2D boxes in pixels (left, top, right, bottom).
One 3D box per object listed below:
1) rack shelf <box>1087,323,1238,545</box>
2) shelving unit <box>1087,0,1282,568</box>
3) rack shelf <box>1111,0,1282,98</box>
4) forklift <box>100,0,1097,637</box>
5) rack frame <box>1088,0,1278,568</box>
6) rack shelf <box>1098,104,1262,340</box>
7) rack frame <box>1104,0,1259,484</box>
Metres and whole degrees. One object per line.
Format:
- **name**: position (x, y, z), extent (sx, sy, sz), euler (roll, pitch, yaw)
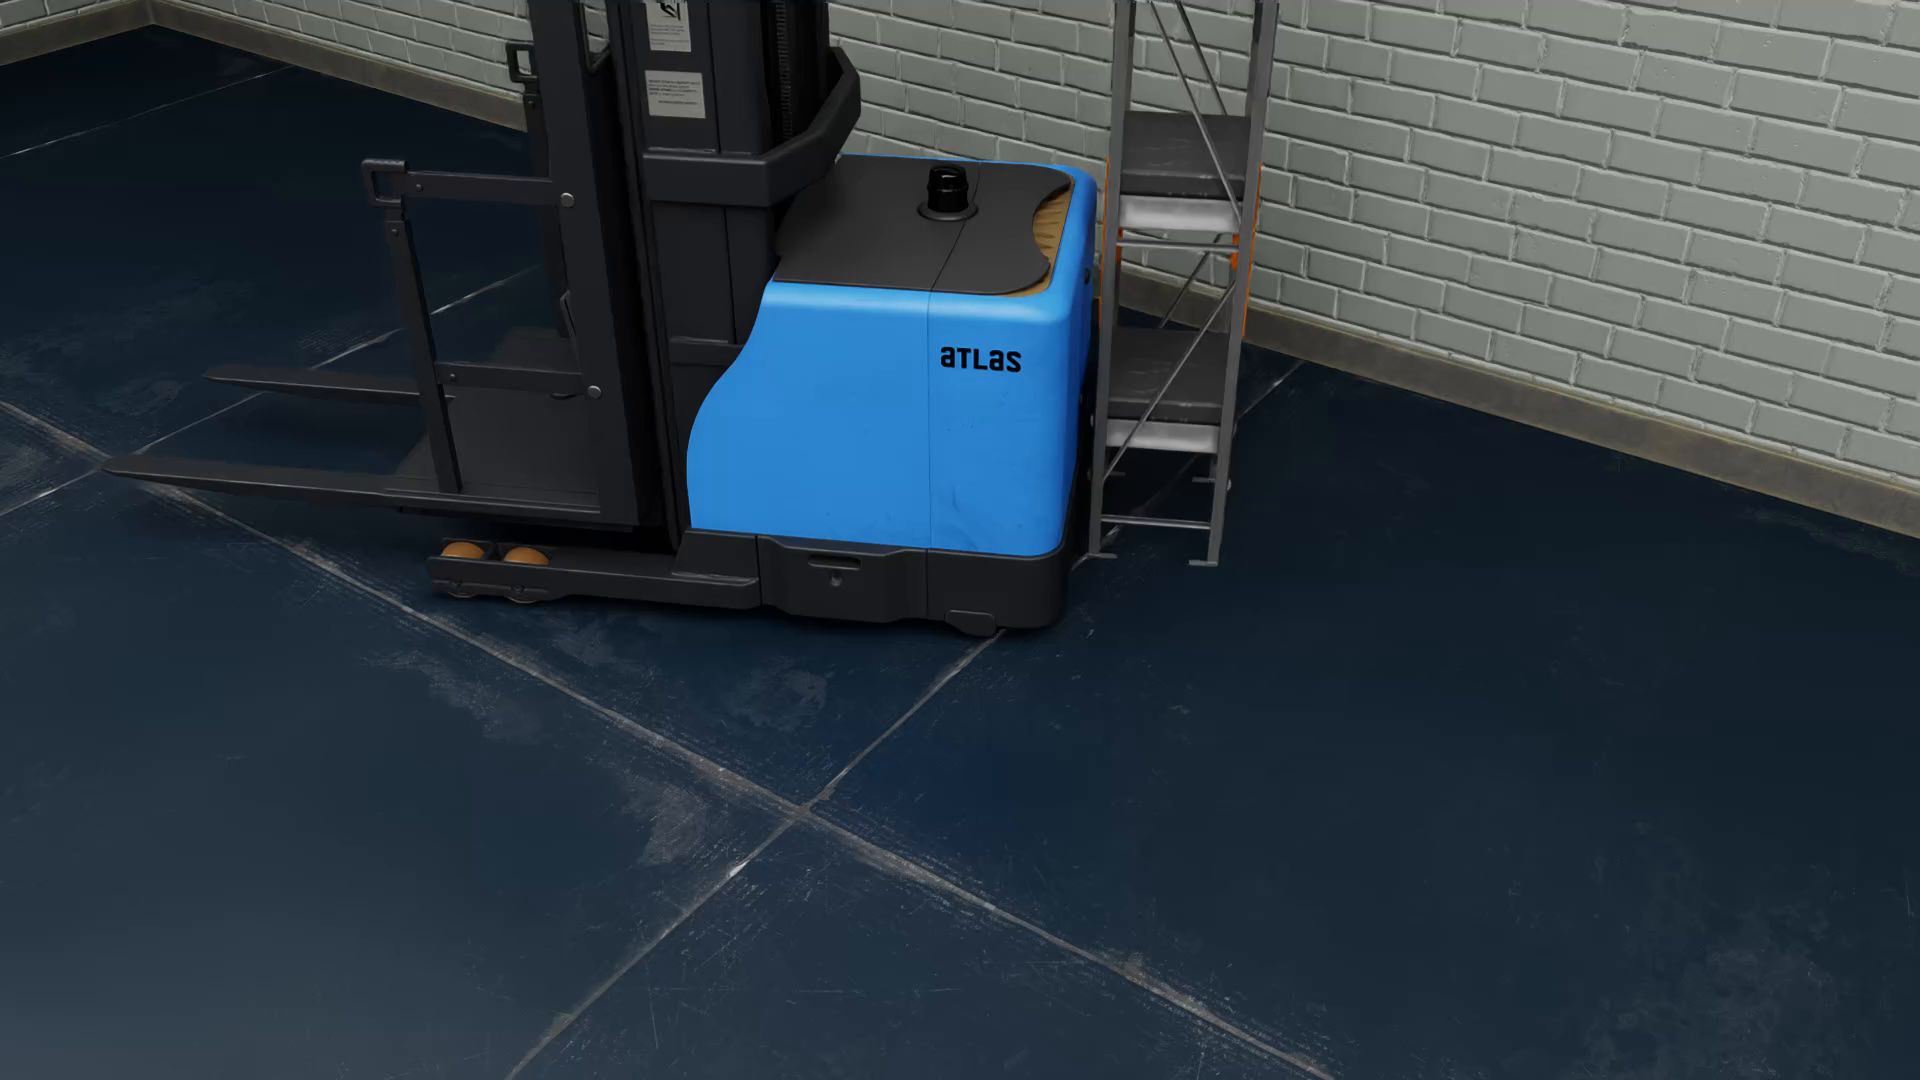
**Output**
- **rack shelf**: position (0.629, -0.349, 5.165), extent (0.431, 0.518, 0.480), euler (4, 34, 6)
- **shelving unit**: position (0.629, -0.940, 4.765), extent (0.431, 2.100, 0.503), euler (4, 34, 6)
- **rack shelf**: position (0.629, -1.508, 4.381), extent (0.431, 0.518, 0.480), euler (4, 34, 6)
- **forklift**: position (-1.138, -1.311, 4.572), extent (3.031, 2.935, 1.130), euler (5, 34, 7)
- **rack frame**: position (0.597, -0.804, 4.565), extent (0.400, 2.100, 0.015), euler (4, 34, 6)
- **rack shelf**: position (0.629, -0.928, 4.773), extent (0.431, 0.518, 0.480), euler (4, 34, 6)
- **rack frame**: position (0.662, -1.075, 4.965), extent (0.400, 2.100, 0.015), euler (4, 34, 6)
